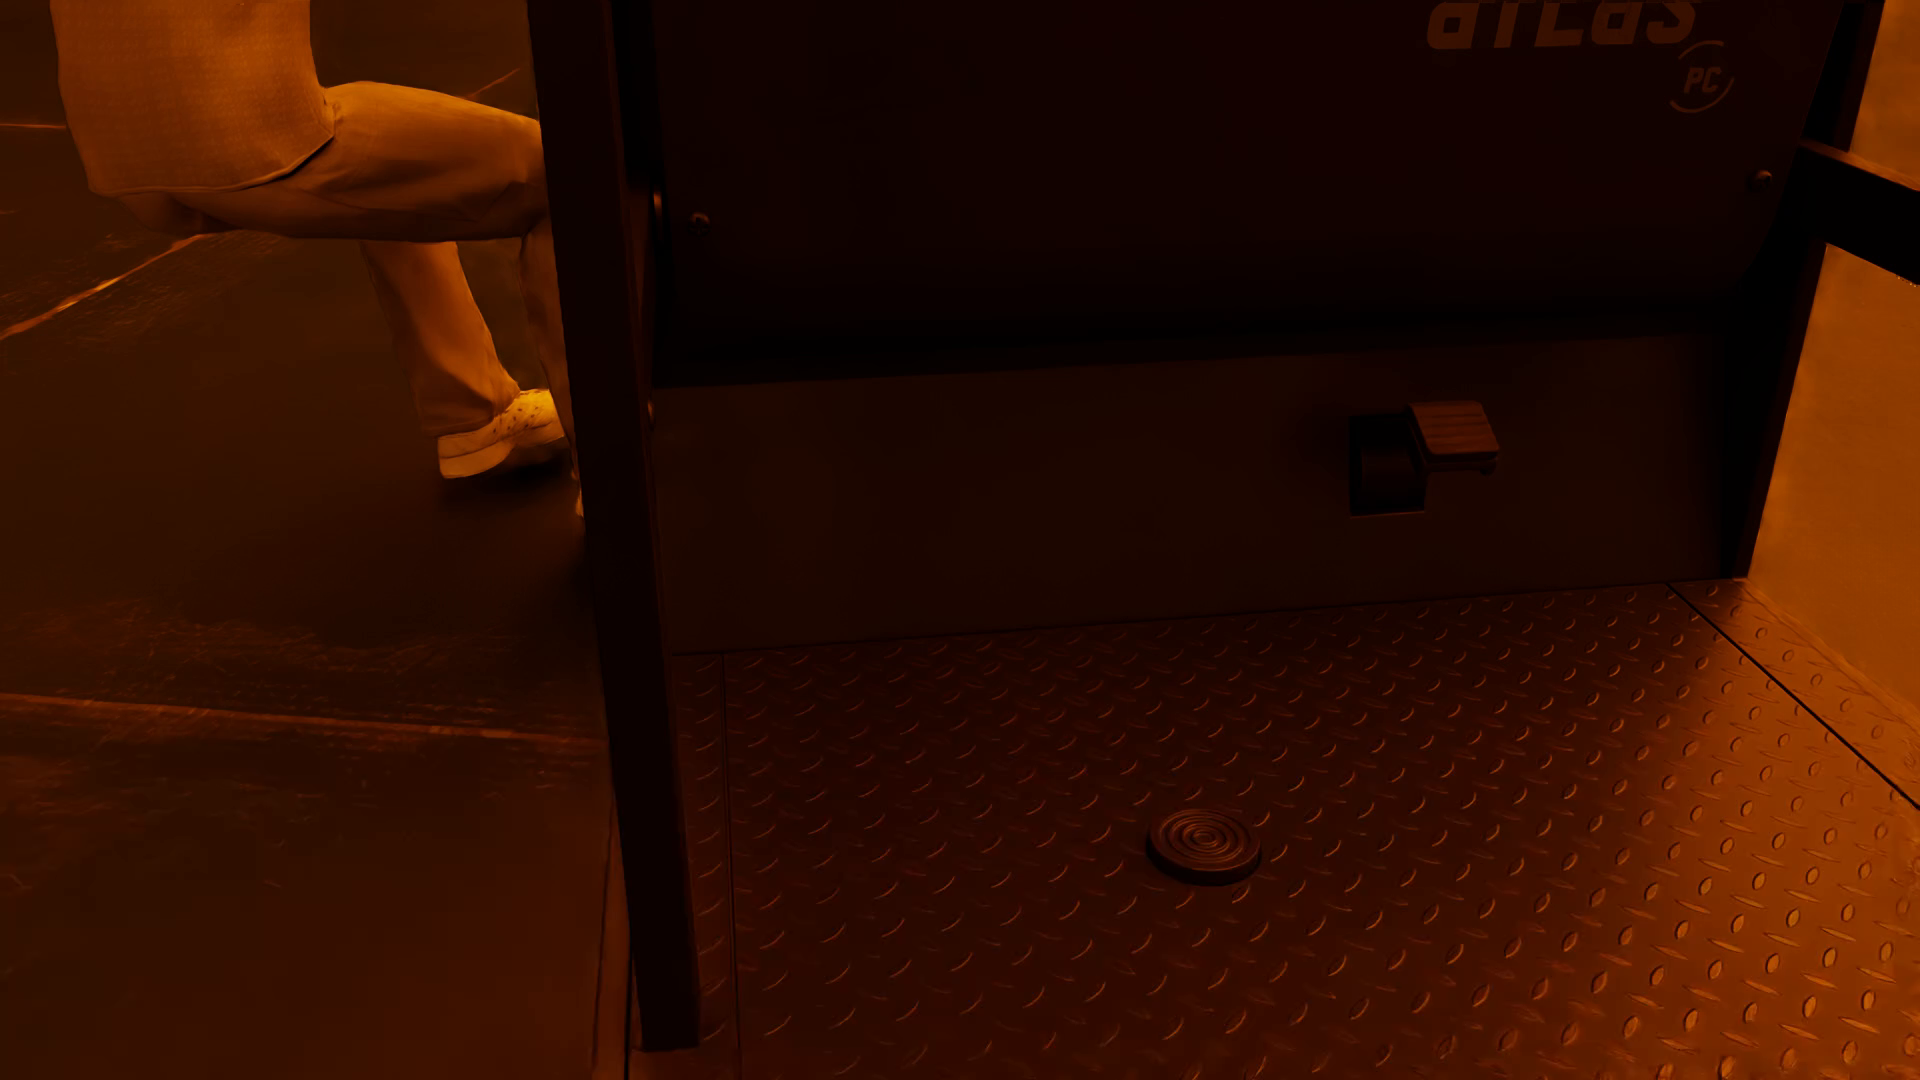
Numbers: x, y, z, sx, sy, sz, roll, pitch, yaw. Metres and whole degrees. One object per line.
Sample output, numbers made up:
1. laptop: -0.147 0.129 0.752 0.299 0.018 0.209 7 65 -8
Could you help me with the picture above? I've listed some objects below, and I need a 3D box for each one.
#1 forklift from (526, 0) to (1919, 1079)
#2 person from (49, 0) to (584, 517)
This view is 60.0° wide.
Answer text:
1. forklift: 0.264 -0.829 0.877 1.130 2.935 3.031 -4 27 -8
2. person: -1.003 -0.654 2.342 1.288 1.360 0.675 8 28 16
